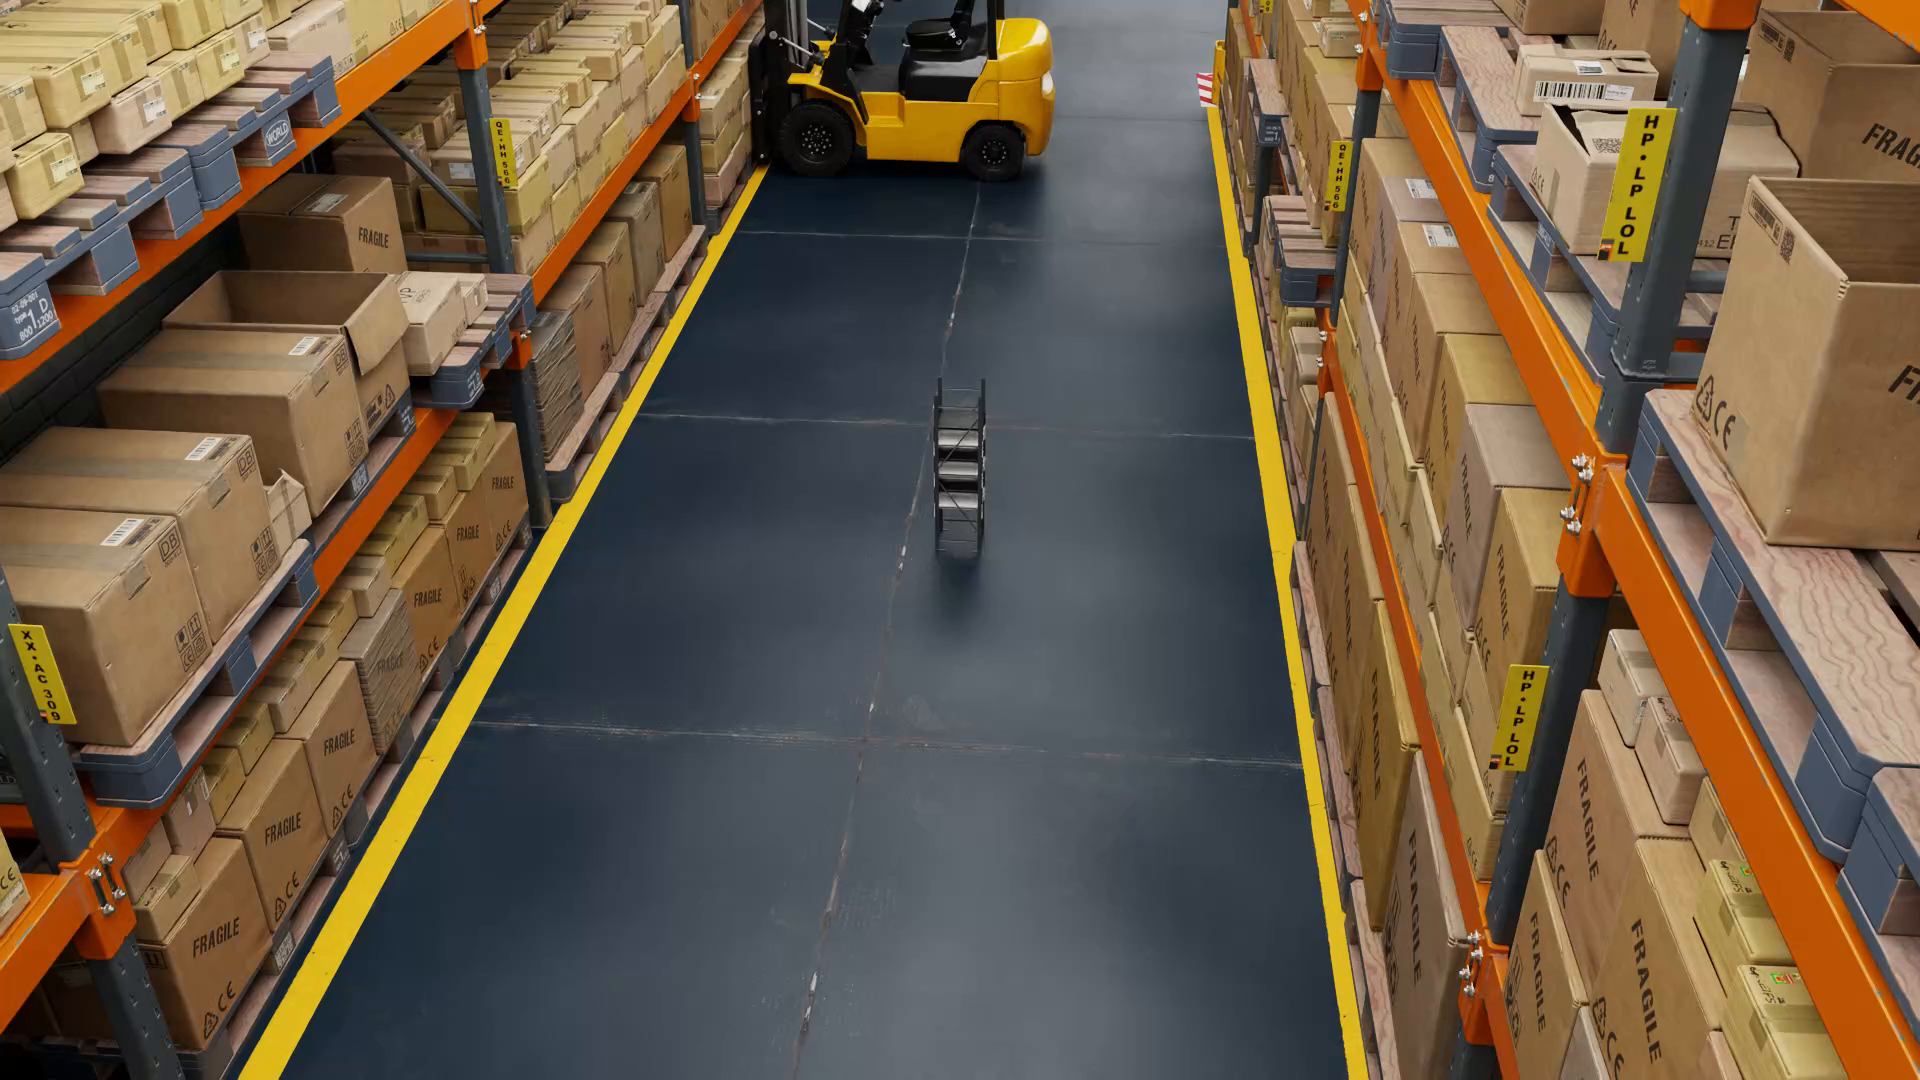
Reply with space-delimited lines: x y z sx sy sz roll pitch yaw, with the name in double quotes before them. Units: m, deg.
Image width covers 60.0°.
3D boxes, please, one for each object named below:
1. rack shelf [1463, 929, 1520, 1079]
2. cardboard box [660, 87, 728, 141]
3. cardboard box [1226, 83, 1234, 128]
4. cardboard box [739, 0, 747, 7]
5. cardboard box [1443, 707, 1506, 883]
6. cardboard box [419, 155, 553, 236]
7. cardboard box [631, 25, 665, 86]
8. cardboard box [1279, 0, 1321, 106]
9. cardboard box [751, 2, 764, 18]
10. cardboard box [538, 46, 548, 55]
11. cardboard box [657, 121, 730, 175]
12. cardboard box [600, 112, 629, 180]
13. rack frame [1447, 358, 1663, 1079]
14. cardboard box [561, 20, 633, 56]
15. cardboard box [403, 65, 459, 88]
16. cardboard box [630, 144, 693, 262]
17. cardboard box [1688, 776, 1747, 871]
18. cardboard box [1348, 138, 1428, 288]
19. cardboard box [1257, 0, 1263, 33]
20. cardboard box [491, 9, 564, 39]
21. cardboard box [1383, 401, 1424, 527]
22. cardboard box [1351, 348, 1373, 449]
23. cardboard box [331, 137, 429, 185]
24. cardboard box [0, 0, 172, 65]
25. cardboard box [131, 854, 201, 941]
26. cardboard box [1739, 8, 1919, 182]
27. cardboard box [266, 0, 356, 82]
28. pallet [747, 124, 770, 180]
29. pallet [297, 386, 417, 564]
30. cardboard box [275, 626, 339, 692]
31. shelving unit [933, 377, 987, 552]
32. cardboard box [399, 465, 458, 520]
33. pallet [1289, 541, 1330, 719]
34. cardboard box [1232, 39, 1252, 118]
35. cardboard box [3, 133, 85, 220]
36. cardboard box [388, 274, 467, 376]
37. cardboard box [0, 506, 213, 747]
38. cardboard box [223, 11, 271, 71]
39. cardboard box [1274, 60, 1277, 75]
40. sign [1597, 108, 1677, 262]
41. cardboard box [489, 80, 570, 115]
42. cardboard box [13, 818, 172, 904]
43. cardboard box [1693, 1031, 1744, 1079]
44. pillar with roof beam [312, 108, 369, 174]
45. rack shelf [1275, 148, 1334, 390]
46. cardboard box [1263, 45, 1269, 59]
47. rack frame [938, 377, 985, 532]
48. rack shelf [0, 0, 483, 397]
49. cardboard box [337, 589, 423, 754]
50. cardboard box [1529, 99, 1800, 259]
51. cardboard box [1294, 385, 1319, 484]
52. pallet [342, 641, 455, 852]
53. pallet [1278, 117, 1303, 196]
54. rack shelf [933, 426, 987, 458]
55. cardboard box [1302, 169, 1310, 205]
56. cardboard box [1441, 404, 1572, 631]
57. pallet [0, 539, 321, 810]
"rack shelf" 1.772 2.275 2.885 1.077 0.370 4.000 2 32 4
"cardboard box" -2.010 -3.144 12.260 0.500 0.250 0.500 2 32 3
"cardboard box" 2.521 -3.683 14.088 0.500 0.250 0.500 4 32 6
"cardboard box" -1.937 -4.534 13.152 0.500 0.500 0.500 3 32 4
"cardboard box" 1.720 0.742 4.831 0.500 0.250 0.500 2 32 3
"cardboard box" -2.383 -1.748 8.394 0.500 0.250 0.500 2 32 4
"cardboard box" -2.182 -3.082 10.559 0.500 0.250 0.500 2 32 3
"cardboard box" 2.168 -2.855 9.745 0.500 0.500 0.500 2 32 4
"cardboard box" -1.799 -4.474 14.419 0.500 0.250 0.500 3 32 5
"cardboard box" -2.763 -2.835 10.157 0.500 0.250 0.500 2 32 3
"cardboard box" -2.015 -2.931 12.391 0.500 0.250 0.500 2 32 4
"cardboard box" -2.283 -2.340 9.831 0.500 0.250 0.500 3 32 6
"rack frame" 1.934 0.923 4.393 1.000 3.000 0.127 2 32 4
"cardboard box" -2.217 -3.062 10.146 0.380 0.149 0.250 2 32 3
"cardboard box" -2.885 -2.549 9.314 0.380 0.149 0.250 2 32 3
"cardboard box" -2.393 -2.365 11.591 0.875 0.625 0.625 4 32 6
"cardboard box" 1.666 0.603 3.246 0.380 0.149 0.250 2 32 3
"cardboard box" 1.976 -1.389 7.097 0.500 0.500 0.500 1 32 2
"cardboard box" 2.409 -3.942 11.908 0.500 0.500 0.500 3 32 6
"cardboard box" -2.700 -3.211 10.388 0.380 0.149 0.250 2 32 4
"cardboard box" 1.822 -0.268 5.993 0.500 0.250 0.500 3 32 5
"cardboard box" 1.945 -0.590 6.992 0.500 0.250 0.500 2 32 3
"cardboard box" -2.863 -1.876 8.222 0.380 0.149 0.250 3 32 6
"cardboard box" -2.581 -1.488 4.906 0.380 0.149 0.250 3 32 5
"cardboard box" -2.719 1.146 5.395 0.380 0.149 0.250 4 32 6
"cardboard box" 2.295 -1.024 4.198 0.500 0.500 0.500 2 32 3
"cardboard box" -2.568 -1.789 6.077 0.500 0.250 0.500 2 32 4
"pallet" -2.159 -3.337 13.963 1.003 0.211 1.213 2 32 4
"pallet" -2.841 -0.280 6.528 1.003 0.211 1.213 2 32 4
"cardboard box" -2.675 0.461 6.508 0.380 0.149 0.250 4 32 6
"shelving unit" -0.001 -0.379 8.507 0.258 0.900 0.210 2 32 4
"cardboard box" -2.532 -0.221 7.613 0.380 0.149 0.250 1 32 2
"pallet" 2.121 0.428 7.855 1.003 0.211 1.213 2 32 4
"cardboard box" 2.481 -3.721 13.435 0.500 0.500 0.500 3 32 5
"cardboard box" -2.537 -0.952 4.320 0.380 0.149 0.250 3 32 5
"cardboard box" -2.451 -0.928 7.140 0.500 0.250 0.500 1 32 2
"cardboard box" -2.751 0.248 4.993 0.700 0.500 0.500 3 32 5
"cardboard box" -2.493 -1.623 5.409 0.380 0.149 0.250 3 32 5
"cardboard box" 2.226 -3.057 10.690 0.380 0.149 0.250 3 32 5
"sign" 1.393 -0.726 3.417 0.100 0.325 0.005 2 32 4
"cardboard box" -2.353 -2.396 9.066 0.380 0.149 0.250 3 32 5
"cardboard box" -2.779 1.017 5.322 0.380 0.149 0.250 2 32 3
"cardboard box" 1.554 1.225 2.855 0.500 0.500 0.500 3 32 5
"pillar with roof beam" 0.811 -4.469 7.424 9.100 9.000 0.400 2 32 4
"rack shelf" 2.423 -1.908 9.673 1.077 0.370 4.000 2 32 4
"cardboard box" 2.308 -3.334 11.541 0.380 0.149 0.250 2 32 3
"rack frame" 0.008 -0.432 8.593 0.240 0.900 0.006 2 32 4
"rack shelf" -2.850 -1.304 5.833 1.077 0.370 4.000 2 32 4
"cardboard box" -2.623 0.544 6.990 0.500 0.500 0.500 1 32 2
"cardboard box" 1.797 -0.965 4.282 0.500 0.311 0.500 2 32 4
"cardboard box" 2.316 -0.524 8.845 0.950 0.372 0.625 0 32 1
"pallet" -2.888 0.833 7.196 1.003 0.211 1.213 2 32 4
"pallet" 2.380 -2.124 9.520 1.003 0.211 1.213 2 32 4
"rack shelf" -0.001 -0.504 8.430 0.258 0.077 0.200 2 32 4
"cardboard box" 2.006 -1.830 8.700 0.380 0.149 0.250 1 32 2
"cardboard box" 1.755 -0.060 4.941 0.500 0.500 0.500 3 32 5
"pallet" -2.839 0.381 5.455 1.003 0.211 1.213 2 32 4
